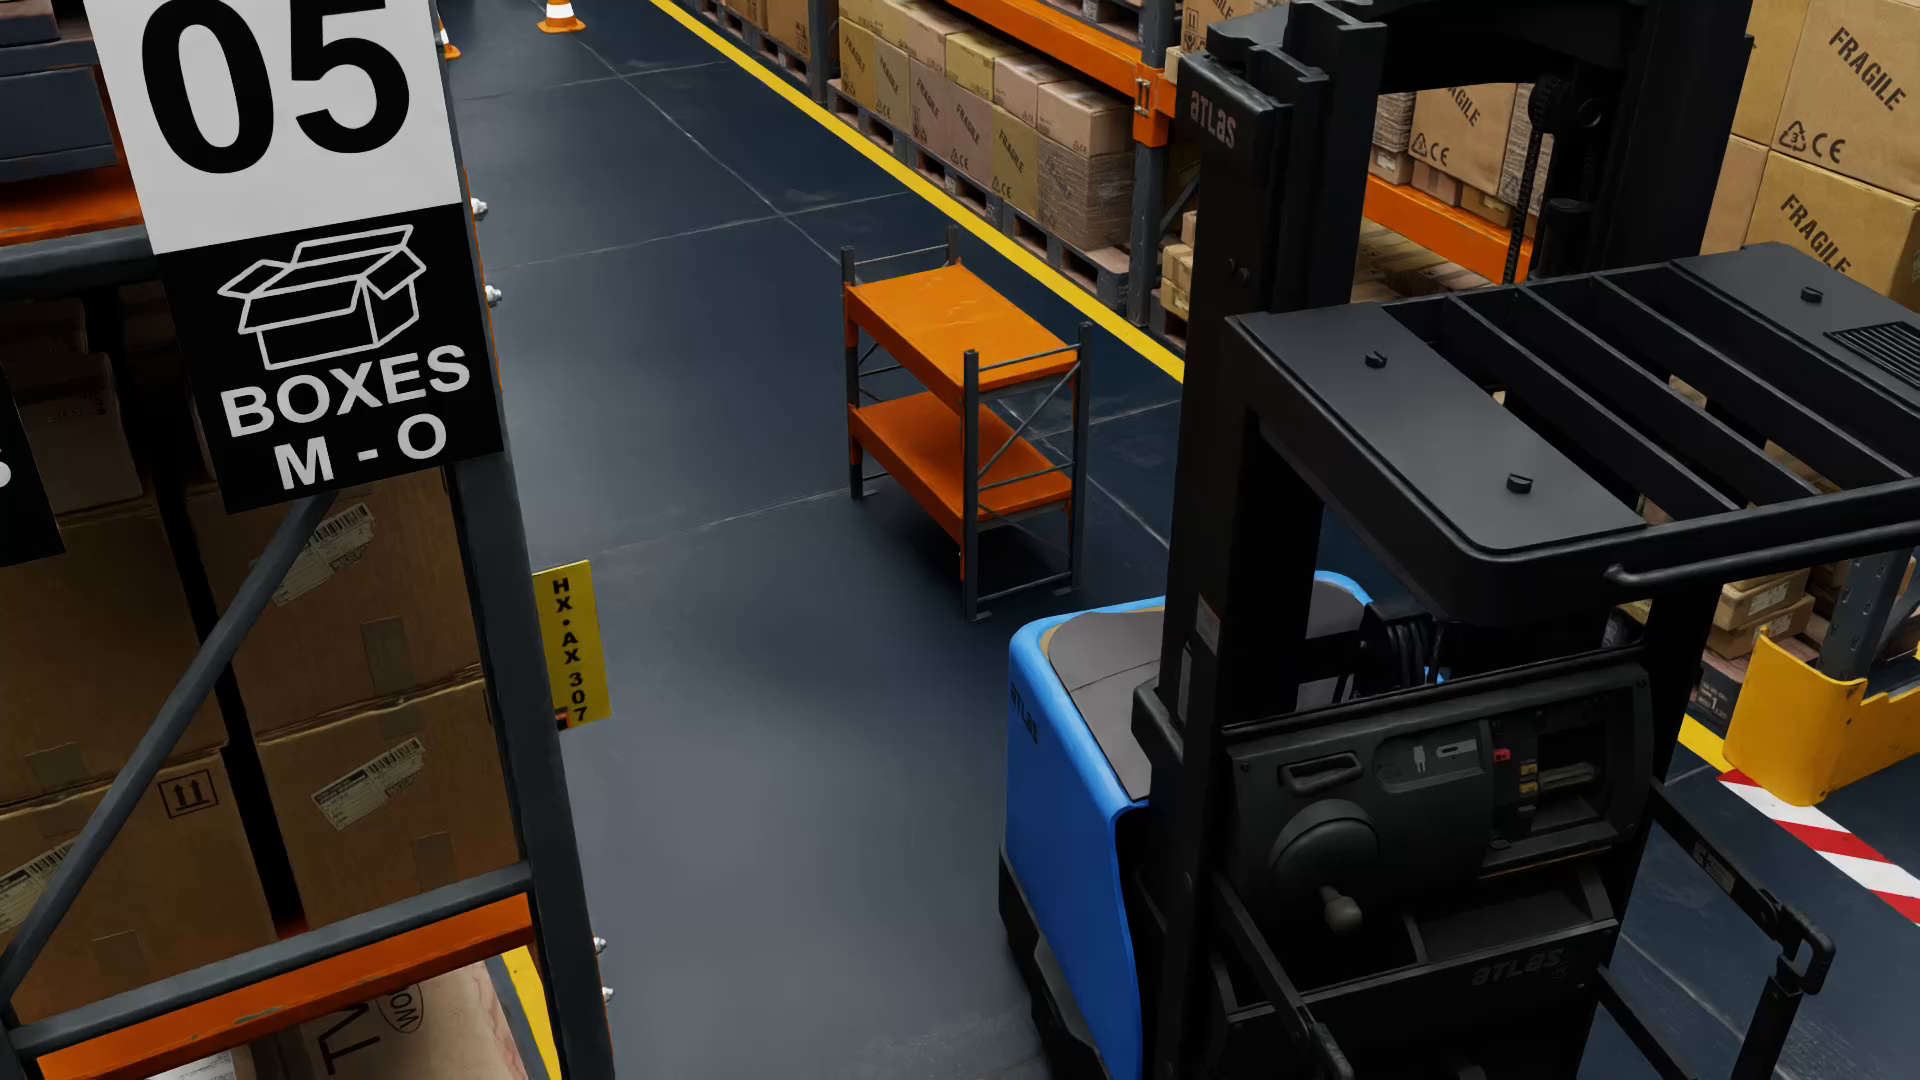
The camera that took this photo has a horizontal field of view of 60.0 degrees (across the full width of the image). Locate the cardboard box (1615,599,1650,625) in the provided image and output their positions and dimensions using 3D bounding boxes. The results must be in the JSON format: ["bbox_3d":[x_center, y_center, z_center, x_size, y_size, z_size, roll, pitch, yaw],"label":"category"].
[{"bbox_3d":[2.543,0.151,5.987,0.380,0.149,0.250,-15,35,-22],"label":"cardboard box"}]

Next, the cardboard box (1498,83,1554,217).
[{"bbox_3d":[2.265,-1.380,5.755,0.500,0.500,0.500,-16,36,-23],"label":"cardboard box"}]

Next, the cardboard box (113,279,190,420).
[{"bbox_3d":[-1.255,-0.365,2.919,0.380,0.149,0.250,-15,36,-22],"label":"cardboard box"}]

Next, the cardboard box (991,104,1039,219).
[{"bbox_3d":[0.511,-2.144,9.244,0.500,0.500,0.500,-17,36,-24],"label":"cardboard box"}]

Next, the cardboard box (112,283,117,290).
[{"bbox_3d":[-2.796,-0.703,4.974,0.500,0.500,0.500,-16,36,-23],"label":"cardboard box"}]

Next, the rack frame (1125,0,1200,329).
[{"bbox_3d":[1.317,-2.485,7.848,1.000,3.000,0.127,-16,36,-23],"label":"rack frame"}]

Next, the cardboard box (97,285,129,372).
[{"bbox_3d":[-2.082,-0.395,3.567,0.500,0.500,0.500,-16,36,-23],"label":"cardboard box"}]

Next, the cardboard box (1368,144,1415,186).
[{"bbox_3d":[1.817,-1.546,6.615,0.380,0.149,0.250,-14,35,-21],"label":"cardboard box"}]

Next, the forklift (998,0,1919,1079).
[{"bbox_3d":[1.036,0.572,3.140,1.130,2.935,3.031,-9,34,-14],"label":"forklift"}]

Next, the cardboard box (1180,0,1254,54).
[{"bbox_3d":[1.325,-2.353,7.273,0.500,0.500,0.500,-17,36,-24],"label":"cardboard box"}]

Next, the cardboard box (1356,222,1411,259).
[{"bbox_3d":[1.990,-1.379,7.823,0.380,0.149,0.250,-16,36,-24],"label":"cardboard box"}]

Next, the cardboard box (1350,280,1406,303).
[{"bbox_3d":[1.720,-0.980,7.201,0.380,0.149,0.250,-15,36,-22],"label":"cardboard box"}]

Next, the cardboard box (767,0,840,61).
[{"bbox_3d":[-0.752,-3.937,11.810,1.050,0.750,0.750,-16,36,-24],"label":"cardboard box"}]

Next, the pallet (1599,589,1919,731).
[{"bbox_3d":[2.799,0.165,6.297,1.003,0.211,1.213,-16,36,-23],"label":"pallet"}]

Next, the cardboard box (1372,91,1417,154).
[{"bbox_3d":[1.765,-1.869,6.518,0.500,0.500,0.500,-17,36,-24],"label":"cardboard box"}]

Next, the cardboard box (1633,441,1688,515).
[{"bbox_3d":[2.412,-0.218,6.012,0.380,0.149,0.250,-17,36,-24],"label":"cardboard box"}]

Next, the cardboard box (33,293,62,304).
[{"bbox_3d":[-1.910,-0.488,3.110,0.380,0.149,0.250,-15,36,-22],"label":"cardboard box"}]

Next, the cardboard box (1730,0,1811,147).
[{"bbox_3d":[2.513,-1.562,5.113,0.500,0.500,0.500,-17,36,-25],"label":"cardboard box"}]

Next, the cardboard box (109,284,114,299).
[{"bbox_3d":[-2.548,-0.877,4.318,0.500,0.500,0.500,-15,36,-22],"label":"cardboard box"}]

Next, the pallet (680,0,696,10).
[{"bbox_3d":[-1.986,-4.780,14.015,1.003,0.211,1.213,-16,36,-23],"label":"pallet"}]

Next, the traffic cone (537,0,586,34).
[{"bbox_3d":[-3.123,-4.215,12.900,0.336,0.463,0.334,-16,36,-23],"label":"traffic cone"}]

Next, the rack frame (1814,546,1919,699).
[{"bbox_3d":[3.182,-0.576,4.869,1.000,3.000,0.127,-16,36,-23],"label":"rack frame"}]

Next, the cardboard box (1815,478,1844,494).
[{"bbox_3d":[3.239,-0.139,5.888,0.380,0.149,0.250,-18,37,-25],"label":"cardboard box"}]

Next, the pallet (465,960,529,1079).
[{"bbox_3d":[-1.592,1.529,4.167,1.003,0.211,1.213,-16,36,-23],"label":"pallet"}]

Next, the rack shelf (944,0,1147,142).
[{"bbox_3d":[0.385,-3.137,9.532,1.077,0.370,4.000,-16,36,-23],"label":"rack shelf"}]

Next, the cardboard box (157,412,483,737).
[{"bbox_3d":[-1.121,-0.047,3.023,0.500,0.500,0.500,-17,36,-24],"label":"cardboard box"}]

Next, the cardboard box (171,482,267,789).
[{"bbox_3d":[-1.380,0.139,3.659,0.500,0.500,0.500,-16,36,-24],"label":"cardboard box"}]

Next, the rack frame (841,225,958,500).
[{"bbox_3d":[-0.234,-0.713,6.820,0.500,1.125,0.032,-16,36,-23],"label":"rack frame"}]

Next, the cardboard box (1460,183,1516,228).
[{"bbox_3d":[2.119,-1.314,6.254,0.380,0.149,0.250,-15,36,-22],"label":"cardboard box"}]

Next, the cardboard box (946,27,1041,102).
[{"bbox_3d":[0.260,-2.714,9.439,0.500,0.250,0.500,-18,37,-25],"label":"cardboard box"}]

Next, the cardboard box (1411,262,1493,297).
[{"bbox_3d":[2.250,-1.129,7.434,0.380,0.149,0.250,-18,37,-25],"label":"cardboard box"}]

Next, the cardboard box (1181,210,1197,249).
[{"bbox_3d":[1.295,-1.496,8.006,0.380,0.149,0.250,-14,35,-21],"label":"cardboard box"}]

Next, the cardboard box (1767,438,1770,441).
[{"bbox_3d":[3.000,-0.392,6.284,0.380,0.149,0.250,-16,36,-23],"label":"cardboard box"}]

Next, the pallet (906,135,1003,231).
[{"bbox_3d":[0.380,-2.265,10.090,1.003,0.211,1.213,-16,36,-23],"label":"pallet"}]

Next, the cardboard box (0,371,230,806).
[{"bbox_3d":[-1.585,0.084,2.819,0.500,0.500,0.500,-15,35,-22],"label":"cardboard box"}]

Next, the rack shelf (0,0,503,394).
[{"bbox_3d":[-2.082,-1.198,3.725,1.077,0.370,4.000,-16,36,-23],"label":"rack shelf"}]

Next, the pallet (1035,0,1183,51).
[{"bbox_3d":[1.090,-2.806,8.527,1.003,0.211,1.213,-16,36,-23],"label":"pallet"}]

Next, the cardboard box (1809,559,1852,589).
[{"bbox_3d":[3.165,0.008,5.935,0.380,0.149,0.250,-14,35,-21],"label":"cardboard box"}]

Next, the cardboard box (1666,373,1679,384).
[{"bbox_3d":[2.690,-0.625,6.646,0.380,0.149,0.250,-14,35,-21],"label":"cardboard box"}]

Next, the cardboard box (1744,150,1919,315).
[{"bbox_3d":[2.745,-0.893,4.995,0.500,0.500,0.500,-15,36,-22],"label":"cardboard box"}]

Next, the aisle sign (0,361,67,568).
[{"bbox_3d":[-1.390,-0.265,1.974,0.394,0.787,0.004,-16,36,-23],"label":"aisle sign"}]

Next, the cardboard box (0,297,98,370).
[{"bbox_3d":[-1.634,-0.255,2.747,0.380,0.149,0.250,-15,36,-22],"label":"cardboard box"}]

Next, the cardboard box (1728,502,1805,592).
[{"bbox_3d":[2.711,0.008,5.659,0.380,0.149,0.250,-15,36,-23],"label":"cardboard box"}]

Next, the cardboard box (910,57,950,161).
[{"bbox_3d":[0.037,-2.634,10.008,0.500,0.500,0.500,-17,36,-24],"label":"cardboard box"}]

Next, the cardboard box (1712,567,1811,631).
[{"bbox_3d":[2.684,0.142,5.725,0.380,0.149,0.250,-17,36,-24],"label":"cardboard box"}]

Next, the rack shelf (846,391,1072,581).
[{"bbox_3d":[0.003,-0.265,6.573,0.538,0.278,1.000,-16,36,-23],"label":"rack shelf"}]

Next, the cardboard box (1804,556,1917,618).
[{"bbox_3d":[3.221,0.117,6.041,0.380,0.149,0.250,-15,36,-22],"label":"cardboard box"}]

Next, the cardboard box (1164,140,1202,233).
[{"bbox_3d":[1.207,-2.029,9.064,0.500,0.500,0.500,-14,35,-21],"label":"cardboard box"}]

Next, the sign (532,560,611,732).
[{"bbox_3d":[-0.656,0.182,2.809,0.100,0.325,0.005,-16,36,-23],"label":"sign"}]

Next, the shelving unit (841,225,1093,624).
[{"bbox_3d":[0.003,-0.470,6.442,0.538,1.125,1.048,-16,36,-23],"label":"shelving unit"}]

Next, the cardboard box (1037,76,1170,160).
[{"bbox_3d":[0.746,-2.217,8.663,0.500,0.250,0.500,-17,36,-24],"label":"cardboard box"}]

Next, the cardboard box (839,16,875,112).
[{"bbox_3d":[-0.443,-3.117,10.762,0.500,0.500,0.500,-17,37,-25],"label":"cardboard box"}]

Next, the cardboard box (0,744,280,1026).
[{"bbox_3d":[-1.609,0.511,3.079,0.500,0.500,0.500,-16,36,-23],"label":"cardboard box"}]

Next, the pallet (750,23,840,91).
[{"bbox_3d":[-0.849,-3.615,12.197,1.003,0.211,1.213,-16,36,-23],"label":"pallet"}]

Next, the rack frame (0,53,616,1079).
[{"bbox_3d":[-1.150,0.717,2.850,1.000,3.000,0.127,-16,36,-23],"label":"rack frame"}]

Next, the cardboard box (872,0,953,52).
[{"bbox_3d":[-0.204,-3.202,10.200,0.500,0.250,0.500,-16,36,-24],"label":"cardboard box"}]

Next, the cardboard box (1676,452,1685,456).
[{"bbox_3d":[2.871,-0.382,6.543,0.380,0.149,0.250,-15,35,-22],"label":"cardboard box"}]
